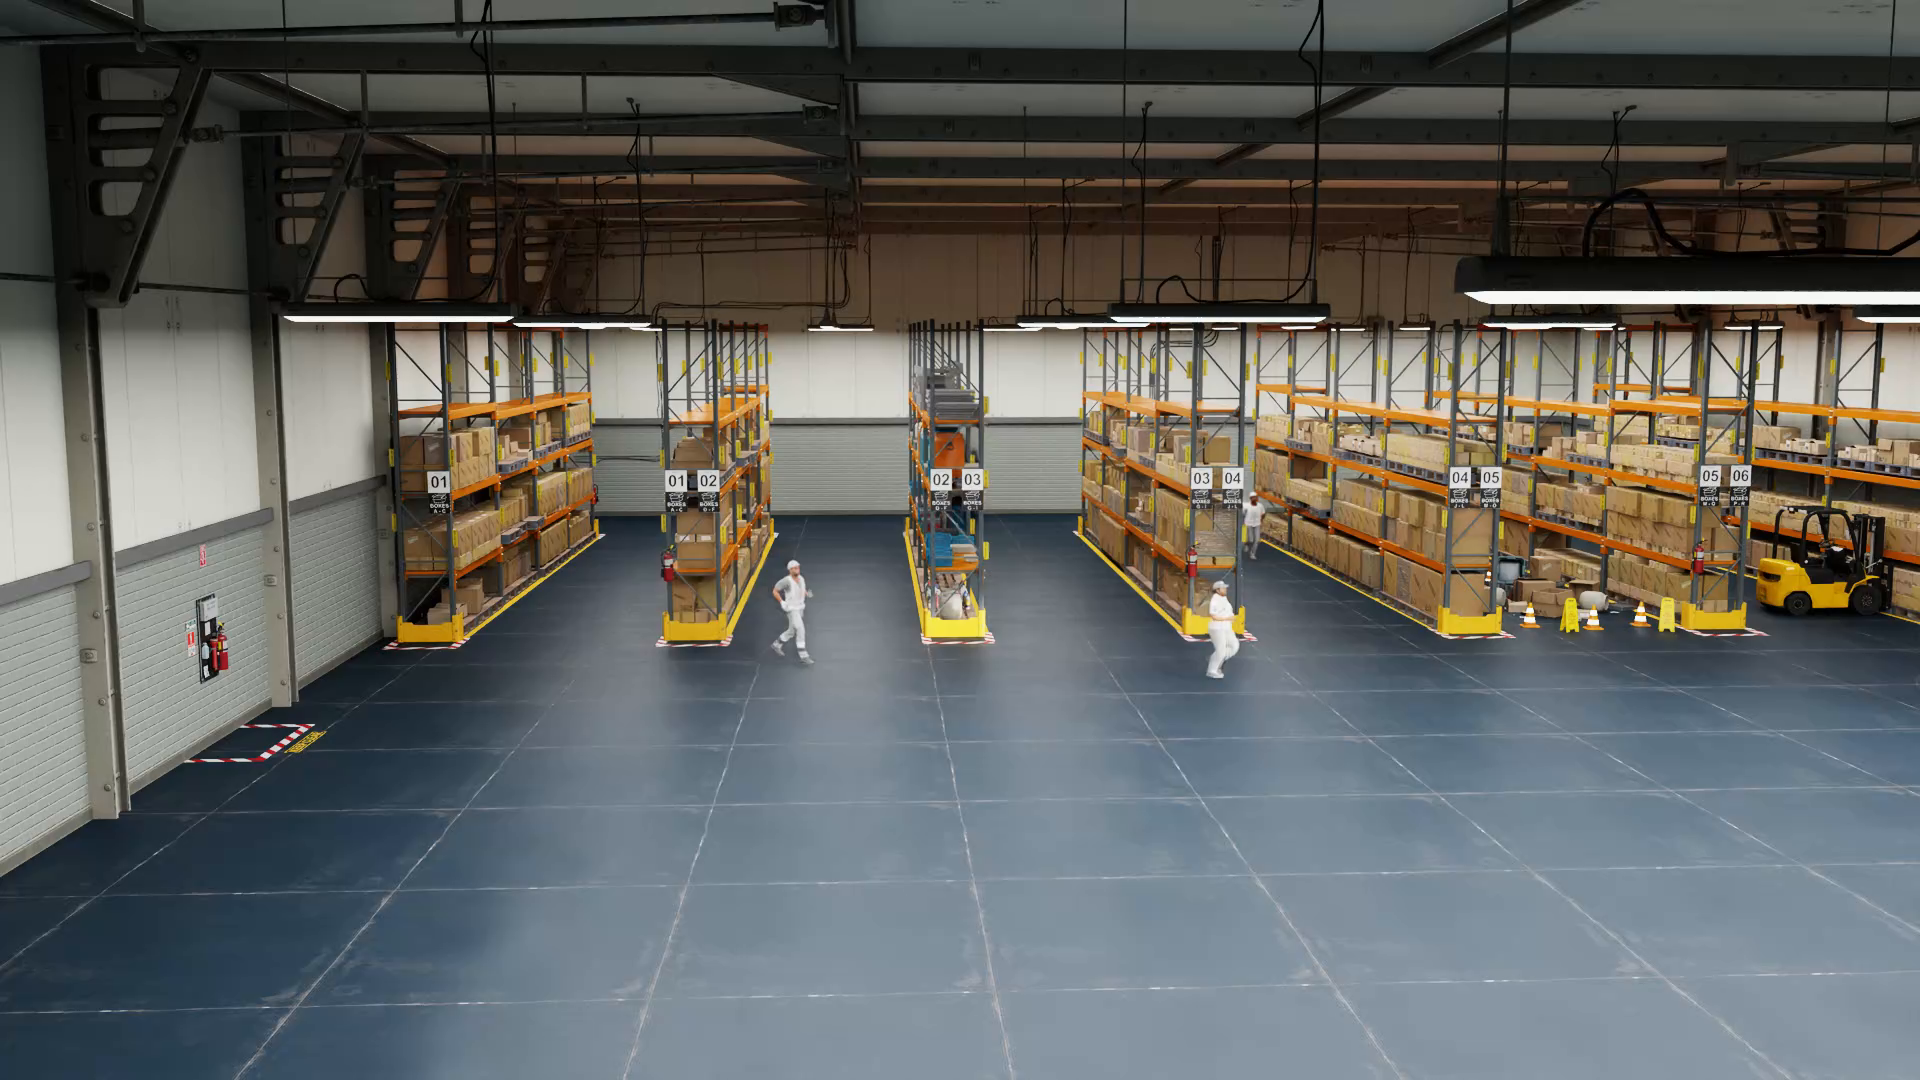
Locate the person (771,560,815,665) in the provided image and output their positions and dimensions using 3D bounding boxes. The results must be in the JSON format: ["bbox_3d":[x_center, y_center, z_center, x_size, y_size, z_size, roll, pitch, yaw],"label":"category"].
[{"bbox_3d":[-2.911,1.242,29.099,0.929,1.802,0.634,4,8,29],"label":"person"}]

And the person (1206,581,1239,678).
[{"bbox_3d":[4.403,1.490,27.728,0.559,1.627,0.592,4,8,30],"label":"person"}]

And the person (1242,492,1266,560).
[{"bbox_3d":[7.483,-0.375,42.527,0.707,1.721,0.587,-1,7,-7],"label":"person"}]
